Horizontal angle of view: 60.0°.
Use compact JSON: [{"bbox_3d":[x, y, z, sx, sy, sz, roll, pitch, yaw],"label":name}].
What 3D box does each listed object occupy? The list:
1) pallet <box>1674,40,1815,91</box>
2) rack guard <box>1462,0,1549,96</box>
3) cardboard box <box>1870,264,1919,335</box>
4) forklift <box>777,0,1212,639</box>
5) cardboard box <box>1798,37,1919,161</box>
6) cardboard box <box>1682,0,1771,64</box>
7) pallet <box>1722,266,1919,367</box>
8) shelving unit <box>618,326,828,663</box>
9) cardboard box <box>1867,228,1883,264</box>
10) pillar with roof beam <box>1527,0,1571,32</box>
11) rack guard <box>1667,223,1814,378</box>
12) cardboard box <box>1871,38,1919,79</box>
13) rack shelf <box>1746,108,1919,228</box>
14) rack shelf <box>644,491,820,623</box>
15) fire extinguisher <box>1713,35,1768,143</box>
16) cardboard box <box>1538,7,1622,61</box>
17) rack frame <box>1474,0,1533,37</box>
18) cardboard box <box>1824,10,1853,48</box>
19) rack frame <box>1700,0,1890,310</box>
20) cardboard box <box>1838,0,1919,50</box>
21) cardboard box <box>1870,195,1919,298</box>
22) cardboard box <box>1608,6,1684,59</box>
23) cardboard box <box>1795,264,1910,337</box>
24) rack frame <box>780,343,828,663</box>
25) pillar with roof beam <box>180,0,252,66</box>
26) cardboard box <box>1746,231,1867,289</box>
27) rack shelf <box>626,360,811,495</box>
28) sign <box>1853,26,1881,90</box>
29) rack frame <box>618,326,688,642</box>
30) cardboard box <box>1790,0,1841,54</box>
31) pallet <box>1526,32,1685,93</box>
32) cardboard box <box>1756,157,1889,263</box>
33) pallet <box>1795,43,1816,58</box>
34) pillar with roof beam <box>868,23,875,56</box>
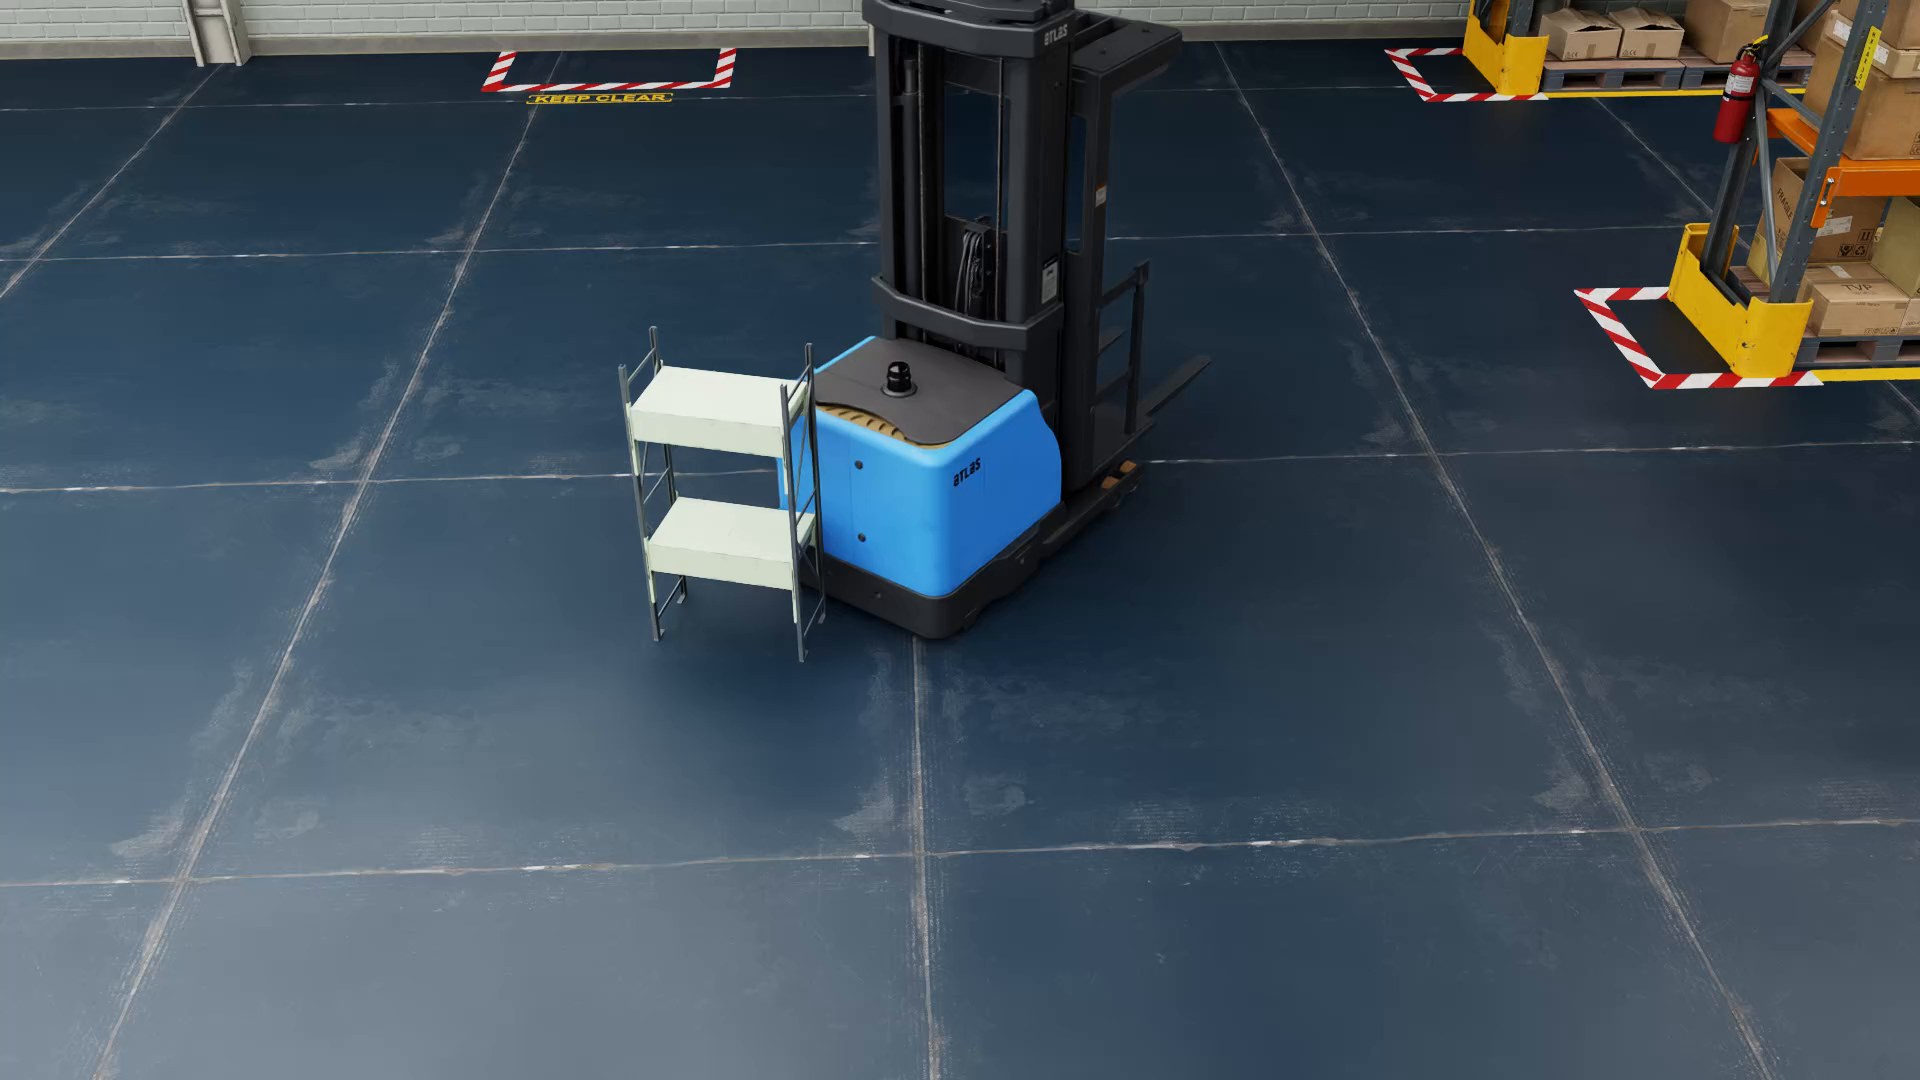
[{"bbox_3d":[6.804,-4.263,14.725,1.213,0.211,1.003,-2,35,-2],"label":"pallet"},{"bbox_3d":[4.775,-4.349,14.595,0.348,0.500,1.175,-2,35,-2],"label":"rack guard"},{"bbox_3d":[5.983,-1.505,10.336,0.500,0.250,0.500,-2,35,-2],"label":"cardboard box"},{"bbox_3d":[0.359,-1.525,8.377,1.130,2.935,3.031,22,40,28],"label":"forklift"},{"bbox_3d":[5.404,-2.606,9.791,0.500,0.500,0.700,-2,35,-2],"label":"cardboard box"},{"bbox_3d":[6.699,-4.502,14.430,0.500,0.500,0.700,-4,35,-5],"label":"cardboard box"},{"bbox_3d":[5.699,-1.457,10.670,1.213,0.211,1.003,-2,35,-2],"label":"pallet"},{"bbox_3d":[-1.067,-0.191,7.708,0.755,1.500,0.431,7,35,10],"label":"shelving unit"},{"bbox_3d":[5.958,-1.804,10.768,0.500,0.250,0.500,-2,35,-2],"label":"cardboard box"},{"bbox_3d":[5.561,-5.905,9.375,0.400,9.000,9.100,-2,35,-2],"label":"pillar with roof beam"},{"bbox_3d":[4.913,-1.531,10.523,0.348,0.500,1.175,-2,35,-2],"label":"rack guard"},{"bbox_3d":[5.339,-2.755,9.438,0.250,0.149,0.380,-2,35,-3],"label":"cardboard box"},{"bbox_3d":[6.935,-2.317,10.095,4.000,0.370,1.077,-2,35,-2],"label":"rack shelf"},{"bbox_3d":[-1.067,0.077,7.894,0.720,0.370,0.431,7,35,10],"label":"rack shelf"},{"bbox_3d":[4.797,-2.788,10.211,0.183,0.674,0.296,-2,35,-2],"label":"fire extinguisher"},{"bbox_3d":[5.394,-4.418,14.474,0.500,0.311,0.500,-5,35,-8],"label":"cardboard box"},{"bbox_3d":[4.699,-5.375,13.881,0.127,3.000,1.000,-2,35,-2],"label":"rack frame"},{"bbox_3d":[5.310,-2.986,9.771,0.250,0.149,0.380,-2,35,-3],"label":"cardboard box"},{"bbox_3d":[4.937,-2.559,9.812,0.127,3.000,1.000,-2,35,-2],"label":"rack frame"},{"bbox_3d":[5.457,-3.141,9.424,0.500,0.500,0.700,-1,35,-2],"label":"cardboard box"},{"bbox_3d":[5.983,-1.812,10.121,0.500,0.500,0.500,-2,35,-2],"label":"cardboard box"},{"bbox_3d":[5.964,-4.433,14.496,0.500,0.311,0.500,1,35,2],"label":"cardboard box"},{"bbox_3d":[5.483,-1.489,10.313,0.500,0.250,0.500,-2,35,-2],"label":"cardboard box"},{"bbox_3d":[-0.710,-0.145,7.642,0.023,1.500,0.400,7,35,10],"label":"rack frame"},{"bbox_3d":[-6.426,-5.582,8.908,0.400,9.000,9.100,-2,35,-2],"label":"pillar with roof beam"},{"bbox_3d":[5.459,-1.784,10.739,0.500,0.250,0.500,-2,35,-2],"label":"cardboard box"},{"bbox_3d":[-1.067,-0.512,7.486,0.720,0.370,0.431,7,35,10],"label":"rack shelf"},{"bbox_3d":[4.957,-2.632,9.087,0.005,0.325,0.100,-2,35,-2],"label":"sign"},{"bbox_3d":[-1.424,-0.237,7.775,0.023,1.500,0.400,7,35,10],"label":"rack frame"},{"bbox_3d":[7.660,-4.585,14.550,0.500,0.500,0.500,-4,35,-6],"label":"cardboard box"},{"bbox_3d":[5.588,-4.232,14.680,1.213,0.211,1.003,-2,35,-2],"label":"pallet"},{"bbox_3d":[5.459,-2.093,10.527,0.500,0.500,0.500,-2,35,-2],"label":"cardboard box"},{"bbox_3d":[8.025,-4.298,14.775,1.213,0.211,1.003,-2,35,-2],"label":"pallet"},{"bbox_3d":[-0.432,-5.744,9.142,0.400,9.000,9.100,-2,35,-2],"label":"pillar with roof beam"}]
